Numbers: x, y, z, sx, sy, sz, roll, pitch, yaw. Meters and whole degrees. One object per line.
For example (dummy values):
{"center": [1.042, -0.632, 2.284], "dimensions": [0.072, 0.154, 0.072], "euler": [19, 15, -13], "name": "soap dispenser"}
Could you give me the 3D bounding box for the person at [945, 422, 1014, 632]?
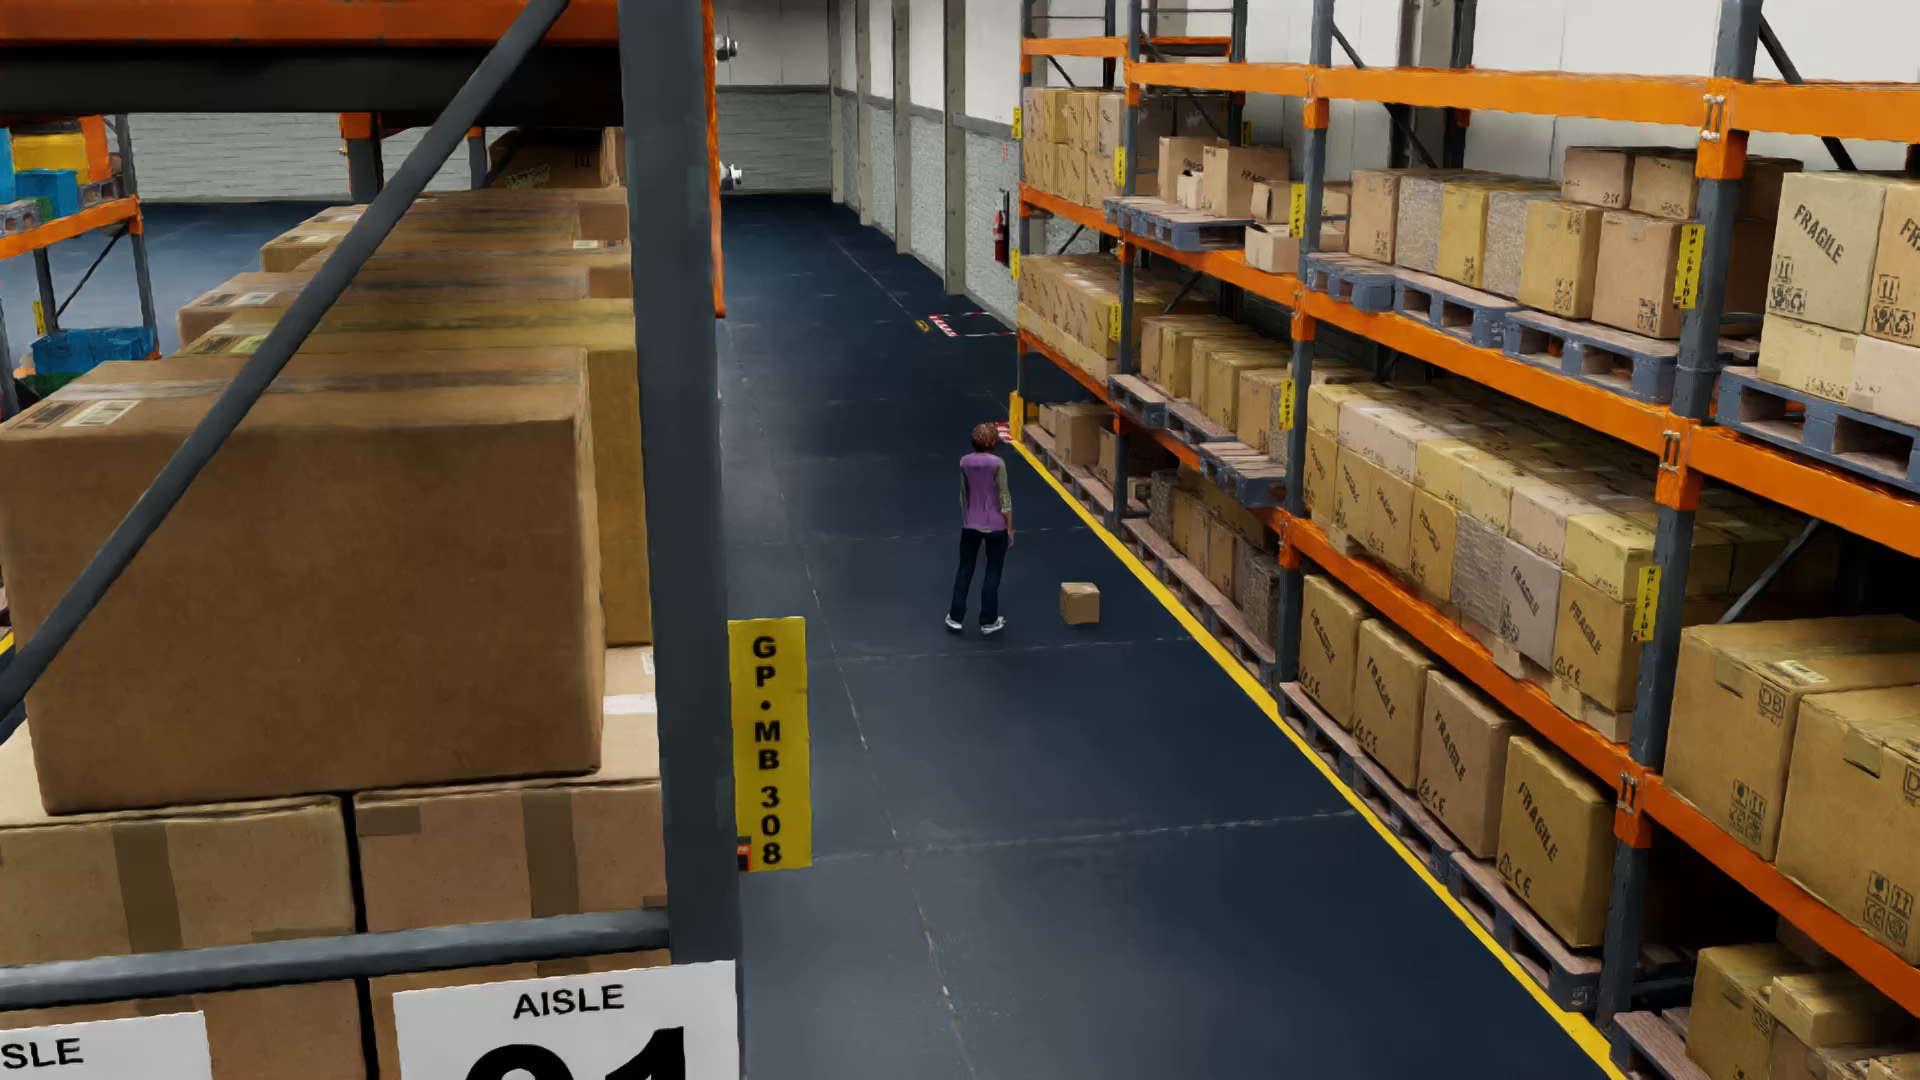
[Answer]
{"center": [0.142, -0.101, 12.366], "dimensions": [0.574, 1.599, 0.337], "euler": [7, 18, 23], "name": "person"}
